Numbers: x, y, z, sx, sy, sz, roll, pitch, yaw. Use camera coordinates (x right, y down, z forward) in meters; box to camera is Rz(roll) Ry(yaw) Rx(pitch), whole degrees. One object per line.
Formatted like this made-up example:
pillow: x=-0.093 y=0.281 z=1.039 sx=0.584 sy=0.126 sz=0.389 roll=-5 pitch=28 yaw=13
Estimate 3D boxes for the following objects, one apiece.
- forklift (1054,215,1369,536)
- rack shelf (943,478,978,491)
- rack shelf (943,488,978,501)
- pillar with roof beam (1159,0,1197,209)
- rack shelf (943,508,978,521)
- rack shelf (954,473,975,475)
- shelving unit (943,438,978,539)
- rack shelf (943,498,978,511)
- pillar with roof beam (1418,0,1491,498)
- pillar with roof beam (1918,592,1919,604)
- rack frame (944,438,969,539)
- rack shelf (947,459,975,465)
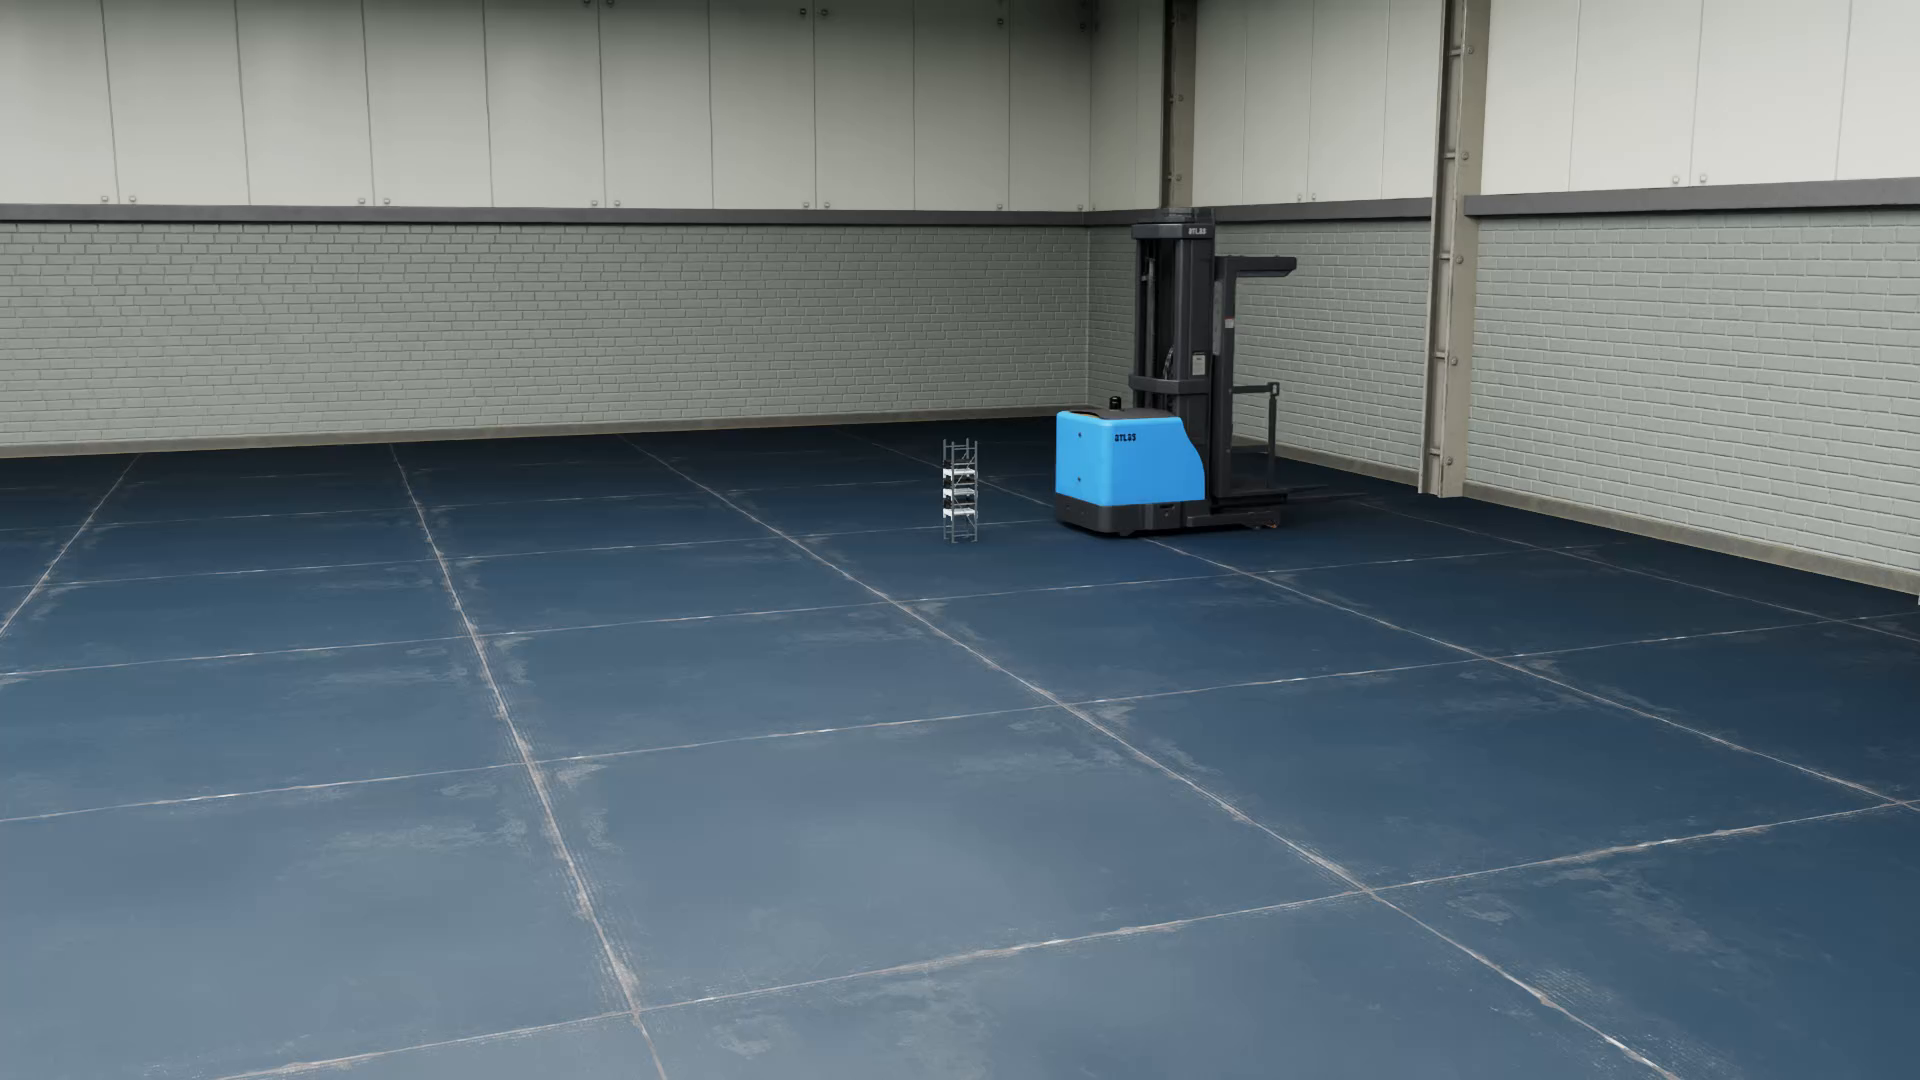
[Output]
forklift: x=2.455 y=-1.589 z=15.665 sx=3.031 sy=2.867 sz=1.129 roll=-4 pitch=11 yaw=-23
rack shelf: x=0.003 y=-0.498 z=14.824 sx=0.258 sy=0.077 sz=0.200 roll=-4 pitch=11 yaw=-21
rack shelf: x=0.003 y=-0.409 z=14.840 sx=0.258 sy=0.077 sz=0.200 roll=-4 pitch=11 yaw=-21
pillar with roof beam: x=-1.081 y=-5.621 z=20.827 sx=9.100 sy=9.000 sz=0.400 roll=-4 pitch=11 yaw=-21
rack shelf: x=0.003 y=-0.232 z=14.871 sx=0.258 sy=0.077 sz=0.200 roll=-4 pitch=11 yaw=-21
rack shelf: x=0.003 y=-0.601 z=14.806 sx=0.199 sy=0.015 sz=0.184 roll=-4 pitch=11 yaw=-21
shelving unit: x=0.002 y=-0.442 z=14.836 sx=0.258 sy=0.900 sz=0.205 roll=-4 pitch=11 yaw=-21
rack shelf: x=0.003 y=-0.320 z=14.855 sx=0.258 sy=0.077 sz=0.200 roll=-4 pitch=11 yaw=-21
pillar with roof beam: x=1.093 y=-4.642 z=15.321 sx=9.100 sy=9.000 sz=0.400 roll=-4 pitch=11 yaw=-21
pillar with roof beam: x=3.267 y=-3.663 z=9.816 sx=9.100 sy=9.000 sz=0.400 roll=-4 pitch=11 yaw=-21
rack frame: x=-0.034 y=-0.458 z=14.927 sx=0.240 sy=0.900 sz=0.006 roll=-4 pitch=11 yaw=-21
rack shelf: x=0.003 y=-0.695 z=14.789 sx=0.221 sy=0.026 sz=0.190 roll=-4 pitch=11 yaw=-21
